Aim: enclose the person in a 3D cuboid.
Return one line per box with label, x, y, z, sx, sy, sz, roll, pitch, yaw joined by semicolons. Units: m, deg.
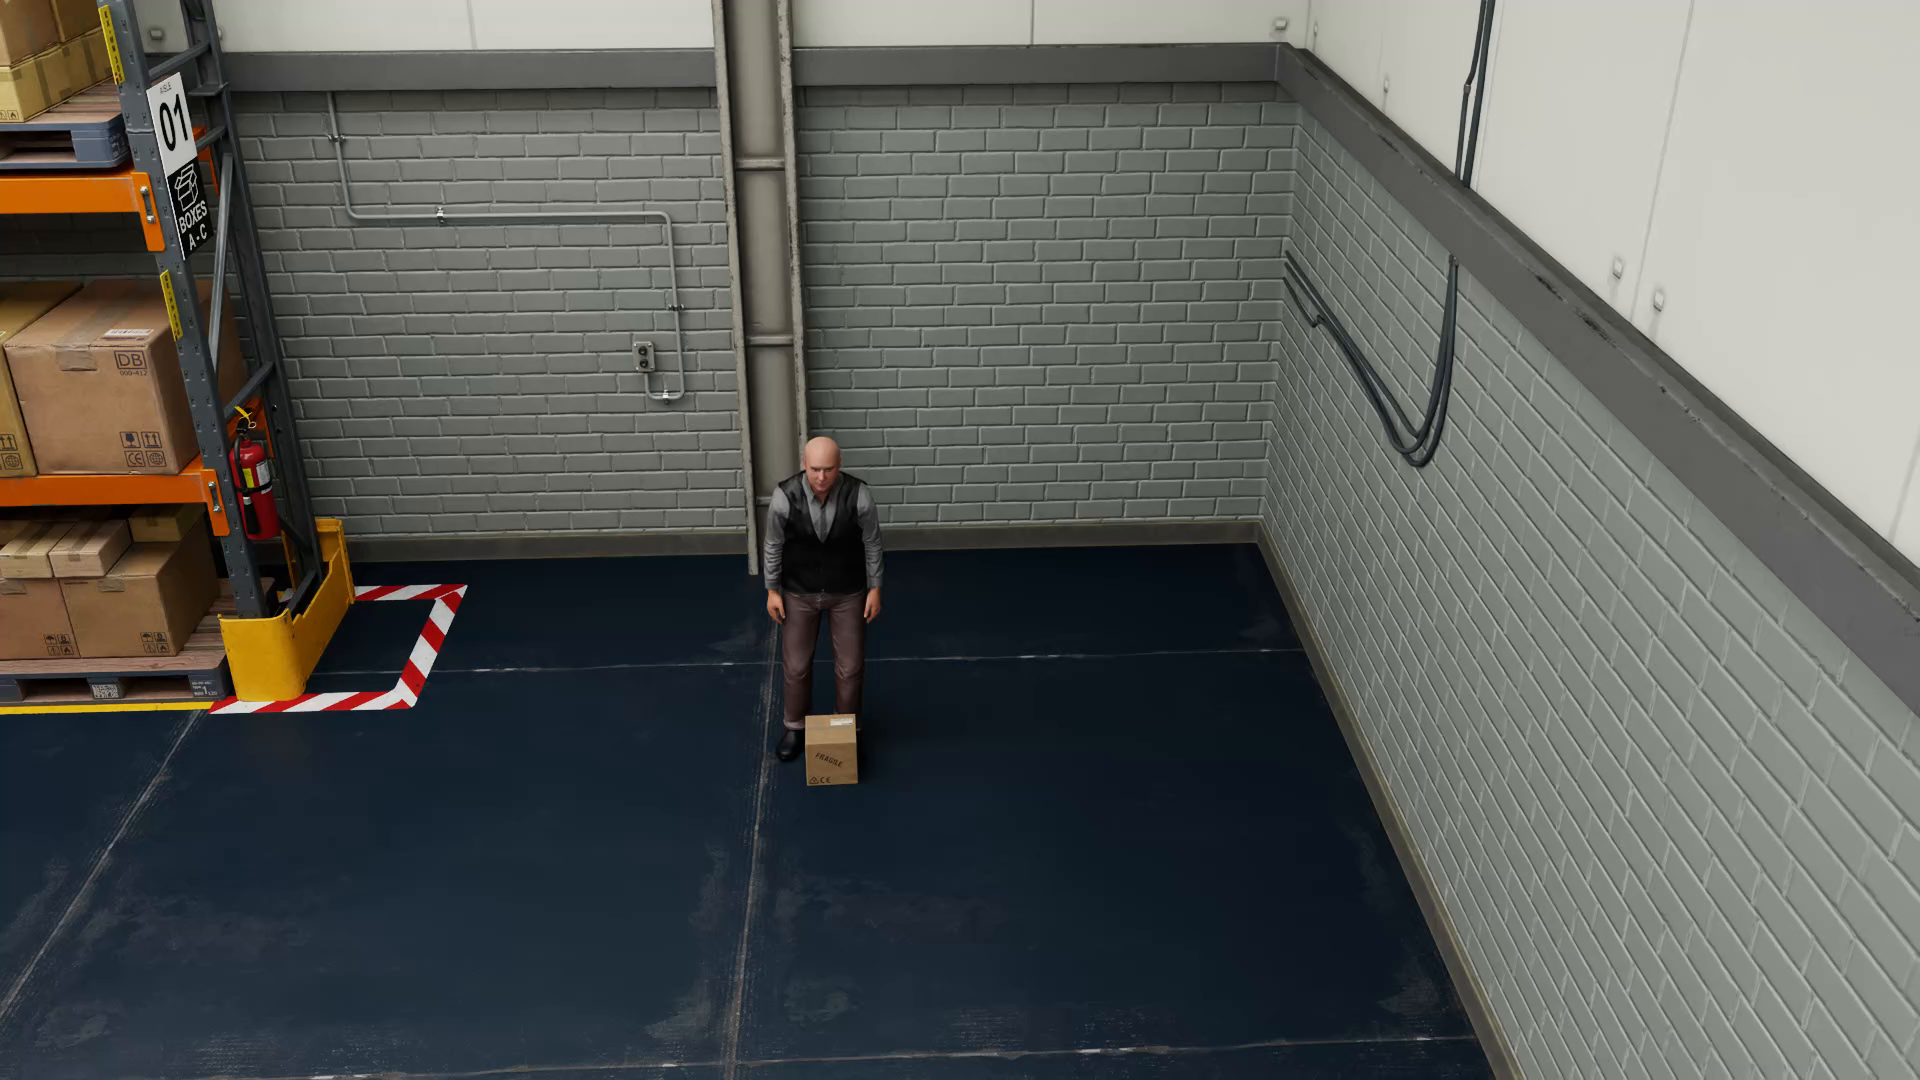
person;-0.660;0.268;8.127;0.580;1.721;0.460;-1;27;-3
